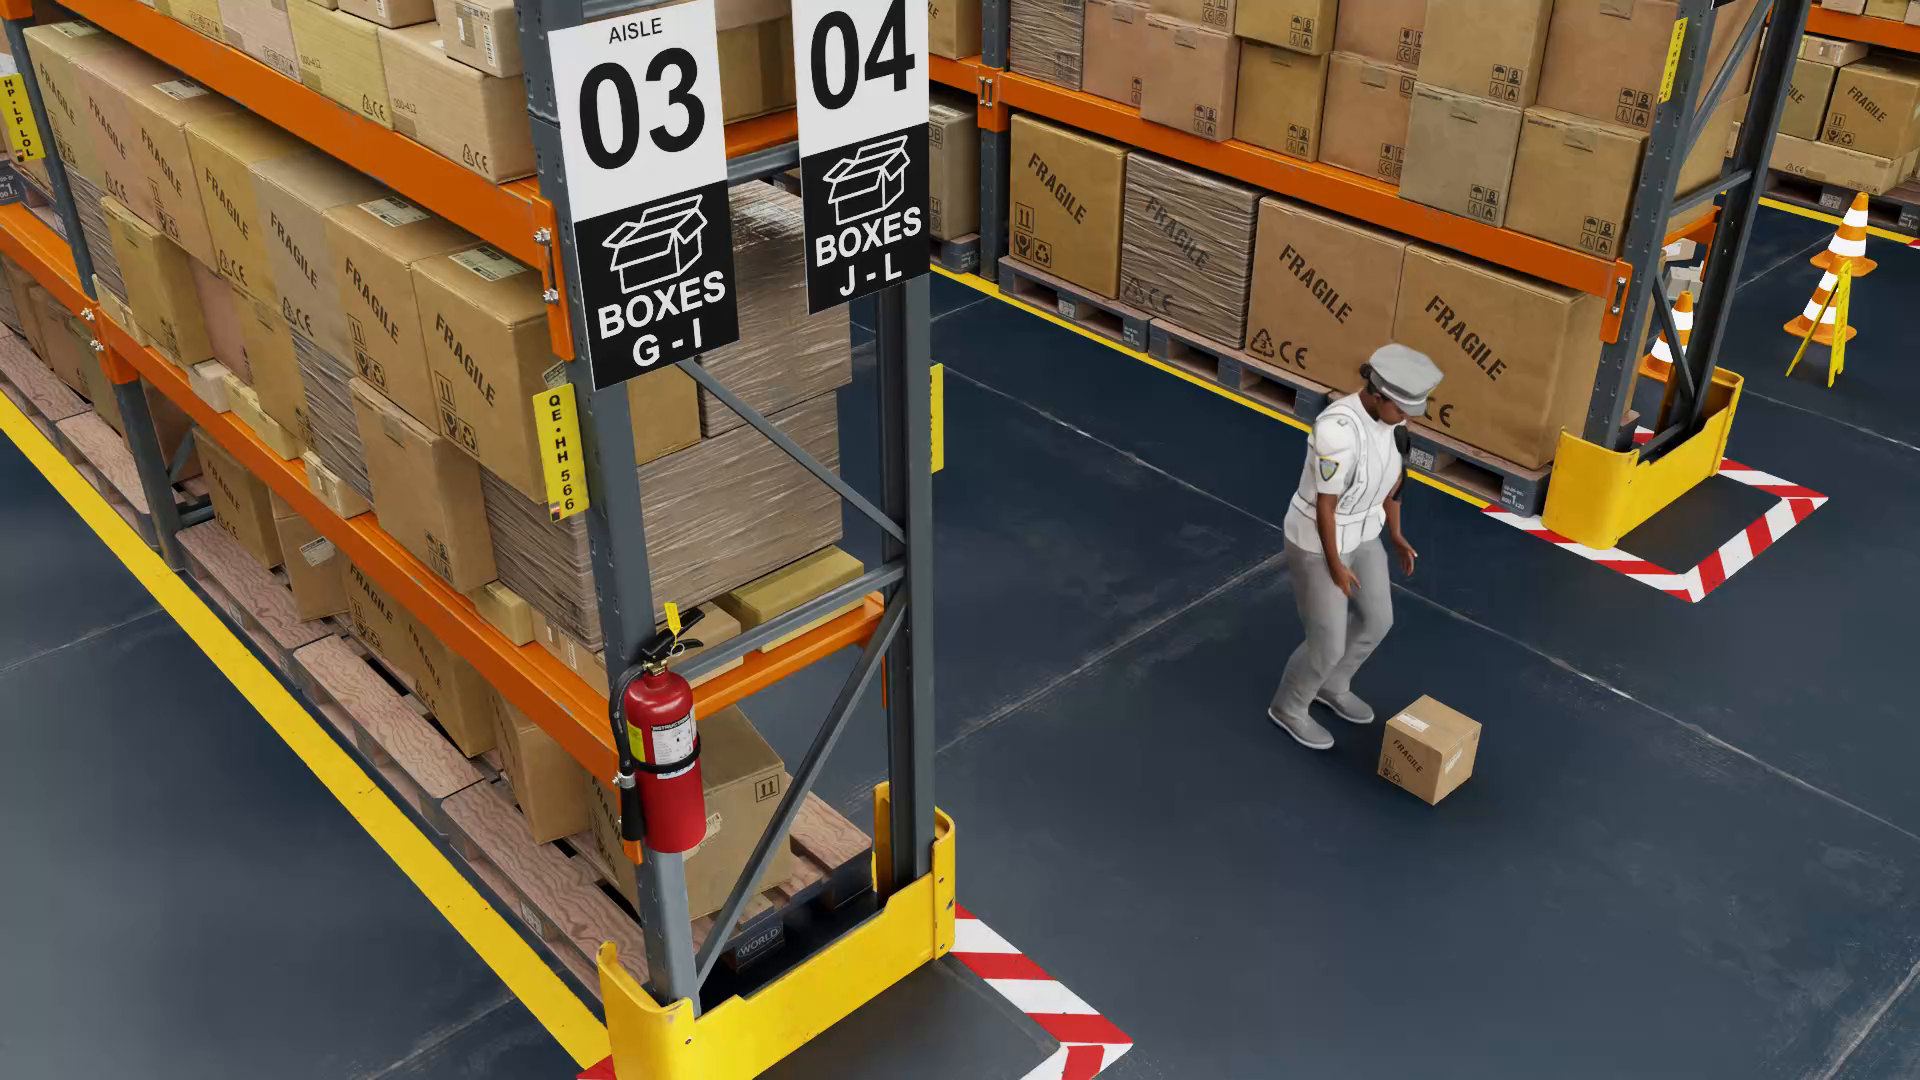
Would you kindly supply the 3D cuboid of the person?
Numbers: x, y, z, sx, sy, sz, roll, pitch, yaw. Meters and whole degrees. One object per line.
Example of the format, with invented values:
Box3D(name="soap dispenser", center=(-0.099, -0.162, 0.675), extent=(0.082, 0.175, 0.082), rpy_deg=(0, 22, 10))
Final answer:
Box3D(name="person", center=(1.452, 0.019, 6.163), extent=(0.461, 1.614, 0.460), rpy_deg=(-25, 40, -34))
